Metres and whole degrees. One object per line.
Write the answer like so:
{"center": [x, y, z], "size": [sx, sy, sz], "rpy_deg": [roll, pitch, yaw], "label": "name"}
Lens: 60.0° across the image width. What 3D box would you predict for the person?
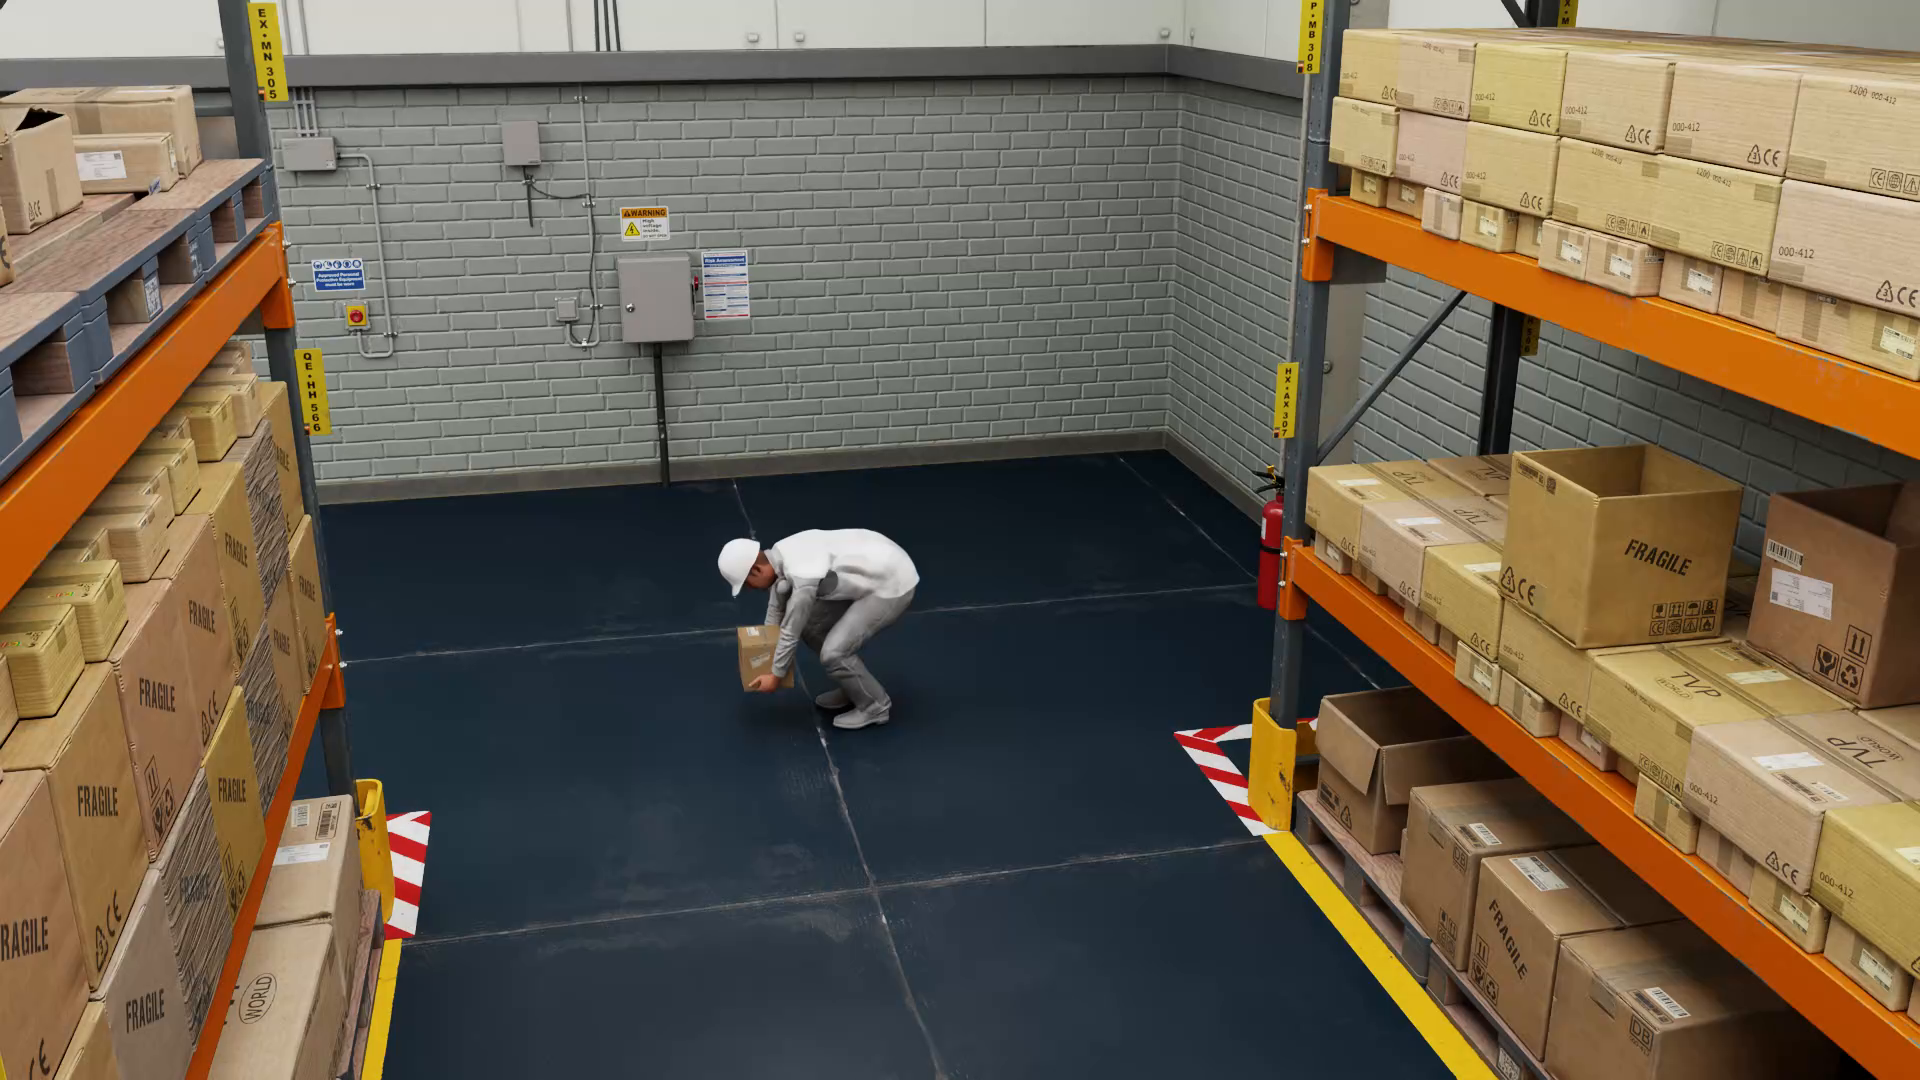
{"center": [-0.707, 0.441, 8.424], "size": [0.997, 1.012, 0.508], "rpy_deg": [-5, 20, -15], "label": "person"}
